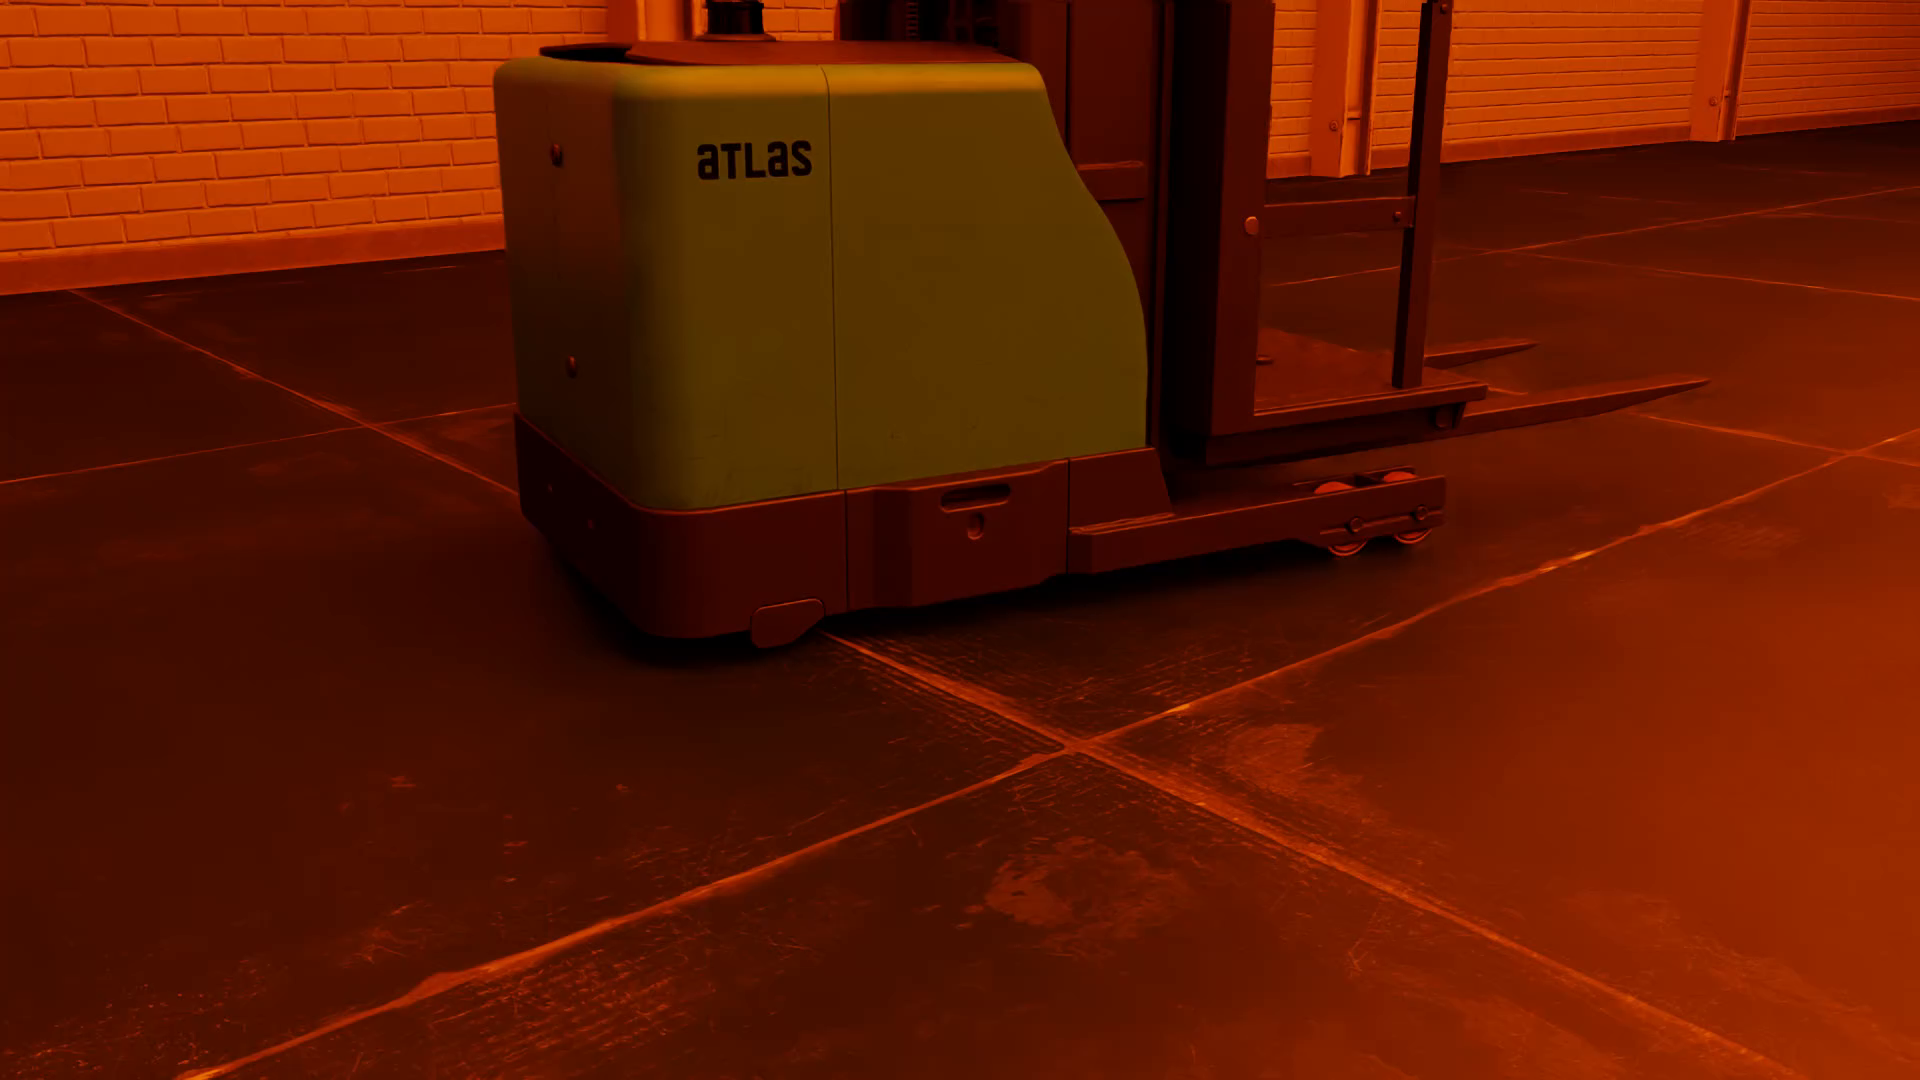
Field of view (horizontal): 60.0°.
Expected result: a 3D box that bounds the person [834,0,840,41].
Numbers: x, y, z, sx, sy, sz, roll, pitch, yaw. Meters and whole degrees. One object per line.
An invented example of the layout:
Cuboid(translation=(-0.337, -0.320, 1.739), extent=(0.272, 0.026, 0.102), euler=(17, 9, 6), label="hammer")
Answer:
Cuboid(translation=(-0.267, -1.606, 6.479), extent=(0.570, 1.554, 0.632), euler=(-8, 19, -25), label="person")

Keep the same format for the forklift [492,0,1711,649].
Cuboid(translation=(0.536, -1.491, 3.704), extent=(3.031, 2.935, 1.130), euler=(-9, 20, -27), label="forklift")
